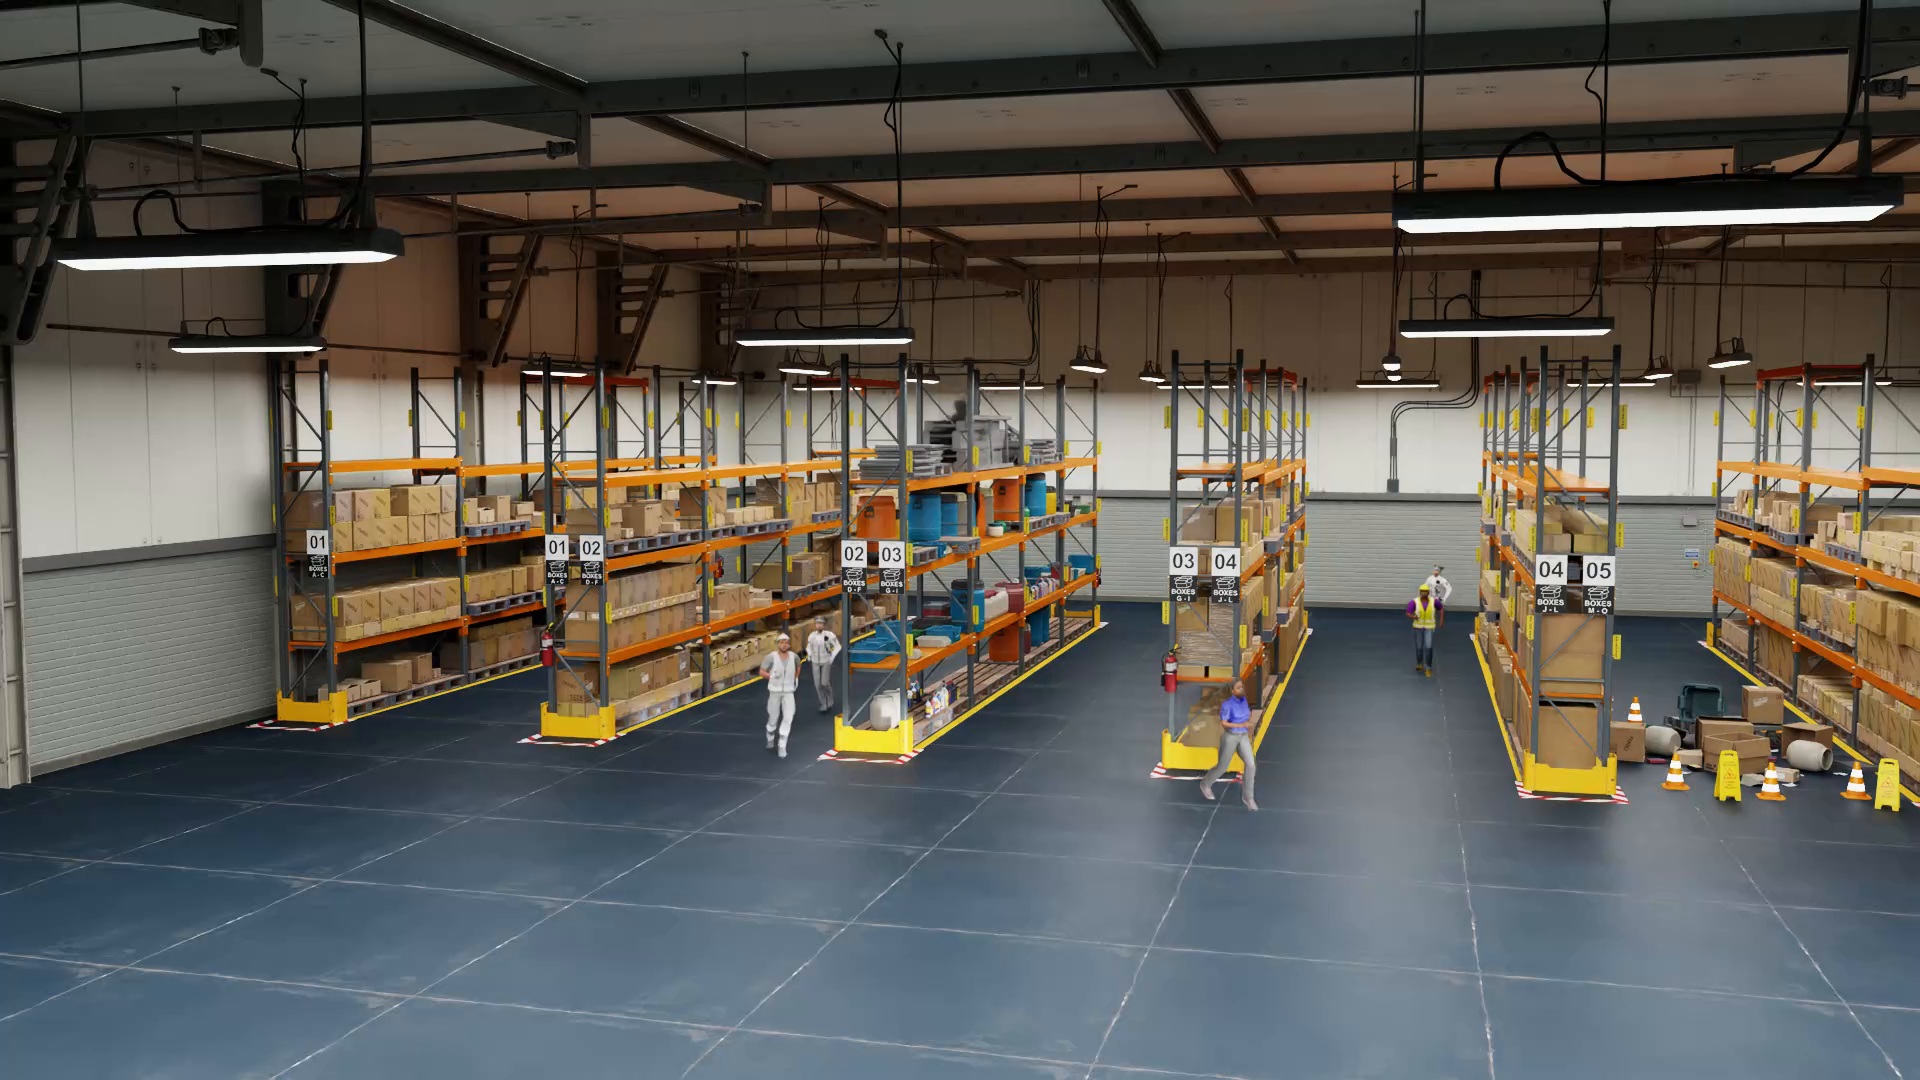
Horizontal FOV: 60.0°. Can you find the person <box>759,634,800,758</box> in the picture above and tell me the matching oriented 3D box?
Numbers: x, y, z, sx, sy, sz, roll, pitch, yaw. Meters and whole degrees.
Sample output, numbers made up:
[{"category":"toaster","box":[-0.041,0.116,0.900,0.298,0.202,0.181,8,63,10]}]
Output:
[{"category":"person","box":[-2.692,2.324,24.967,0.667,1.854,0.743,-1,4,-17]}]

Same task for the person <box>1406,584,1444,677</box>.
[{"category":"person","box":[9.135,1.784,32.709,0.724,1.848,0.757,1,4,16]}]

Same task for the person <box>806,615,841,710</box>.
[{"category":"person","box":[-2.382,2.116,28.543,0.589,1.653,0.528,1,4,12]}]

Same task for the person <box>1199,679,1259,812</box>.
[{"category":"person","box":[3.532,2.637,21.586,0.585,1.688,0.896,-3,5,-33]}]

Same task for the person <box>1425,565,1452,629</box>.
[{"category":"person","box":[10.980,1.395,38.418,0.852,1.671,0.677,-4,5,-41]}]
